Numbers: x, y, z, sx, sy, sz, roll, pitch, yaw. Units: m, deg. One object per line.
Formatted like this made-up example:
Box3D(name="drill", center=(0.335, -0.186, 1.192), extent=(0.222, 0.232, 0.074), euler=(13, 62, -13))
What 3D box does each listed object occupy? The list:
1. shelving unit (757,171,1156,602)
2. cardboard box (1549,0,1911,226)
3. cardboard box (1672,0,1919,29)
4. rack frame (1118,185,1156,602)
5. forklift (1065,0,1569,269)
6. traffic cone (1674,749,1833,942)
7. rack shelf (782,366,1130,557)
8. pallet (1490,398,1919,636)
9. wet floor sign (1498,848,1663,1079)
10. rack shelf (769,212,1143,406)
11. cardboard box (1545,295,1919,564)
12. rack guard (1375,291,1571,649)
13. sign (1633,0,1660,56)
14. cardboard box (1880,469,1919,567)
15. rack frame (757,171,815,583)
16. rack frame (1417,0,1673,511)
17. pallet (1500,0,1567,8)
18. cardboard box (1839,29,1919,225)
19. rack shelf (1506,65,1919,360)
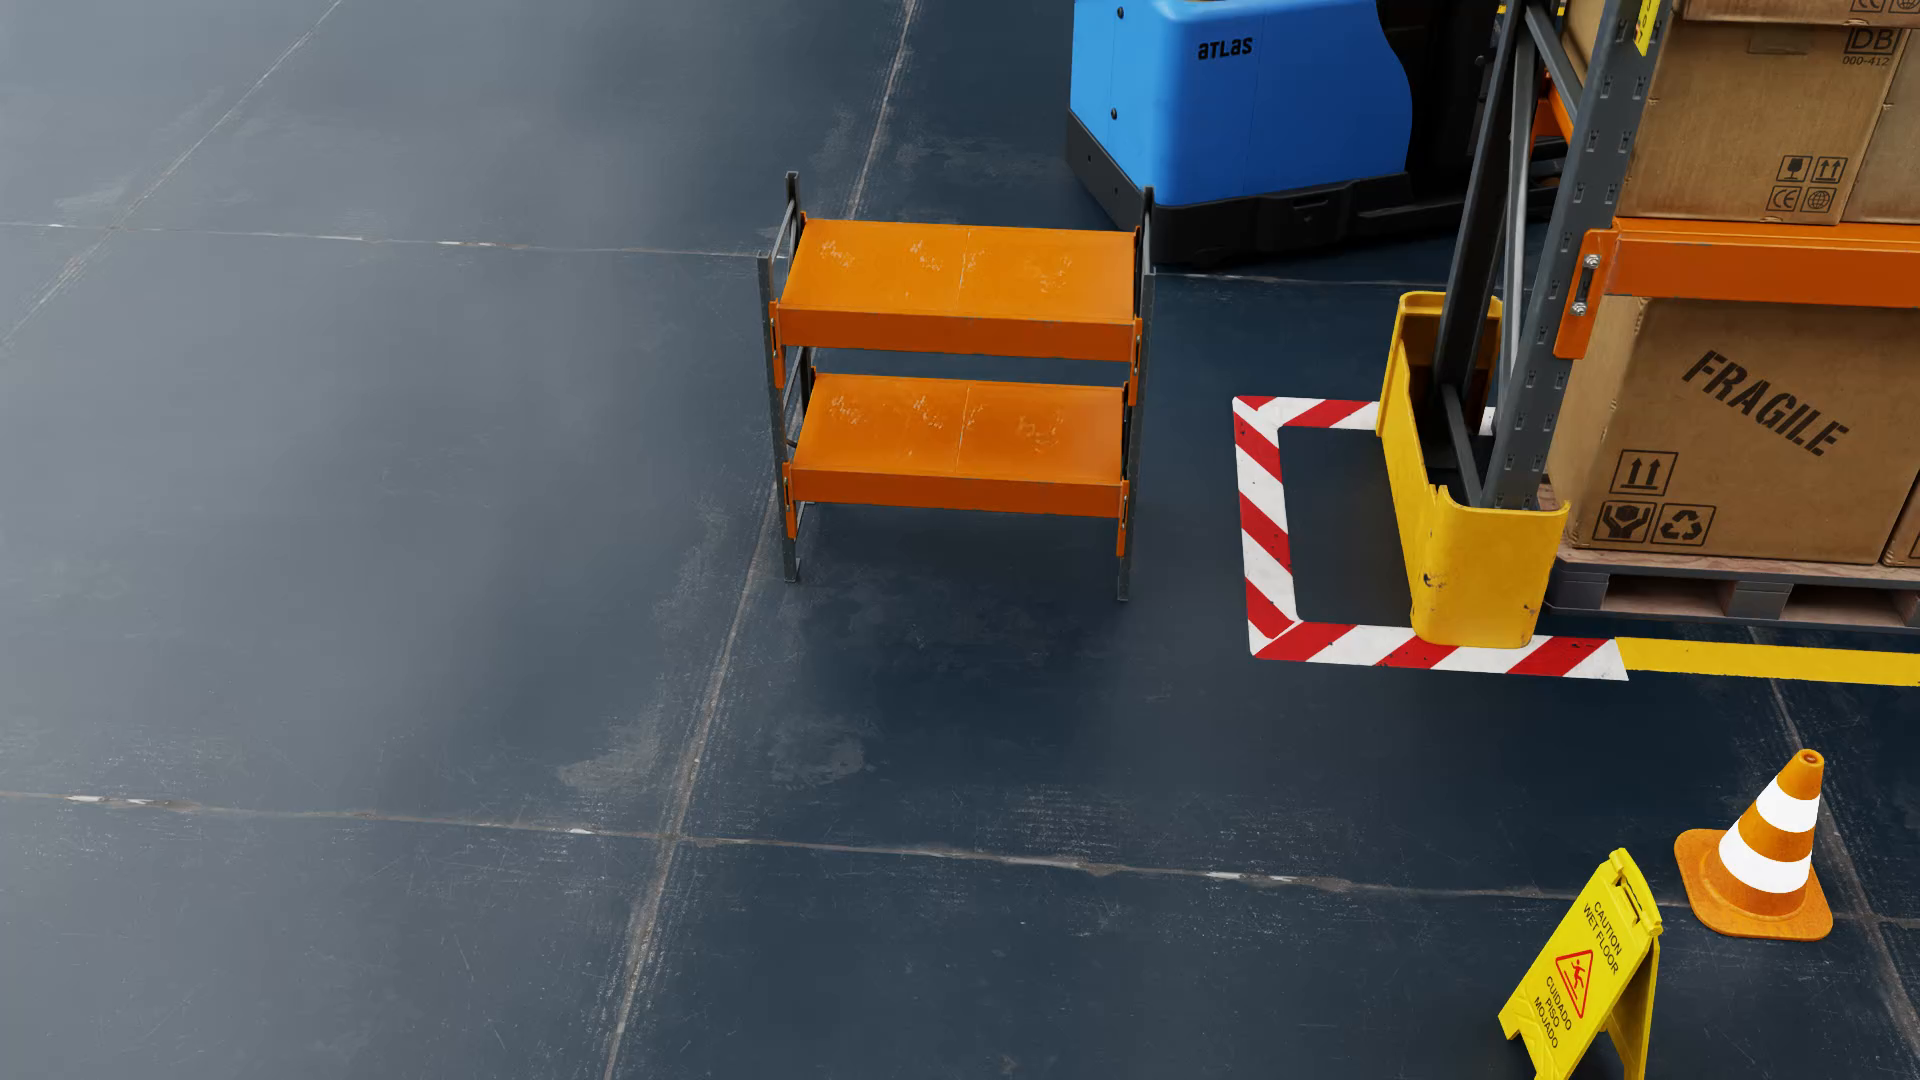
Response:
Box3D(name="shelving unit", center=(0.007, -0.436, 4.894), extent=(1.048, 1.125, 0.538), euler=(3, 39, 4))
Box3D(name="cardboard box", center=(1.956, -1.283, 4.332), extent=(0.550, 0.550, 0.875), euler=(3, 39, 4))
Box3D(name="cardboard box", center=(1.949, -1.649, 3.926), extent=(0.550, 0.550, 0.875), euler=(3, 39, 4))
Box3D(name="rack frame", center=(0.513, -0.408, 4.860), extent=(0.032, 1.125, 0.500), euler=(3, 39, 4))
Box3D(name="forklift", center=(2.025, -2.734, 6.287), extent=(3.031, 2.935, 1.130), euler=(-11, 40, -13))
Box3D(name="traffic cone", center=(1.989, 0.689, 4.037), extent=(0.334, 0.463, 0.336), euler=(3, 39, 4))
Box3D(name="rack shelf", center=(0.007, -0.246, 5.049), extent=(1.000, 0.278, 0.538), euler=(3, 39, 4))
Box3D(name="pallet", center=(2.386, -0.141, 5.256), extent=(1.213, 0.211, 1.003), euler=(3, 39, 4))
Box3D(name="wet floor sign", center=(1.383, 0.940, 3.584), extent=(0.232, 0.644, 0.267), euler=(-3, 39, -4))
Box3D(name="rack shelf", center=(0.007, -0.663, 4.710), extent=(1.000, 0.278, 0.538), euler=(3, 39, 4))
Box3D(name="cardboard box", center=(2.264, -0.560, 4.913), extent=(0.875, 0.875, 0.875), euler=(3, 39, 4))
Box3D(name="rack guard", center=(1.559, -0.249, 5.159), extent=(0.348, 0.500, 1.175), euler=(3, 39, 4))
Box3D(name="sign", center=(1.529, -1.235, 3.642), extent=(0.005, 0.325, 0.100), euler=(3, 39, 4))
Box3D(name="cardboard box", center=(3.141, -0.514, 4.855), extent=(0.875, 0.875, 0.875), euler=(3, 39, 3))
Box3D(name="rack frame", center=(-0.500, -0.464, 4.928), extent=(0.032, 1.125, 0.500), euler=(3, 39, 4))
Box3D(name="rack frame", center=(1.583, -1.217, 4.369), extent=(0.127, 3.000, 1.000), euler=(3, 39, 4))
Box3D(name="pallet", center=(2.993, -3.179, 8.988), extent=(1.213, 0.211, 1.003), euler=(3, 39, 4))
Box3D(name="cardboard box", center=(2.506, -1.267, 4.312), extent=(0.550, 0.550, 0.875), euler=(3, 39, 4))
Box3D(name="rack shelf", center=(3.575, -0.829, 4.462), extent=(4.000, 0.370, 1.077), euler=(3, 39, 4))
